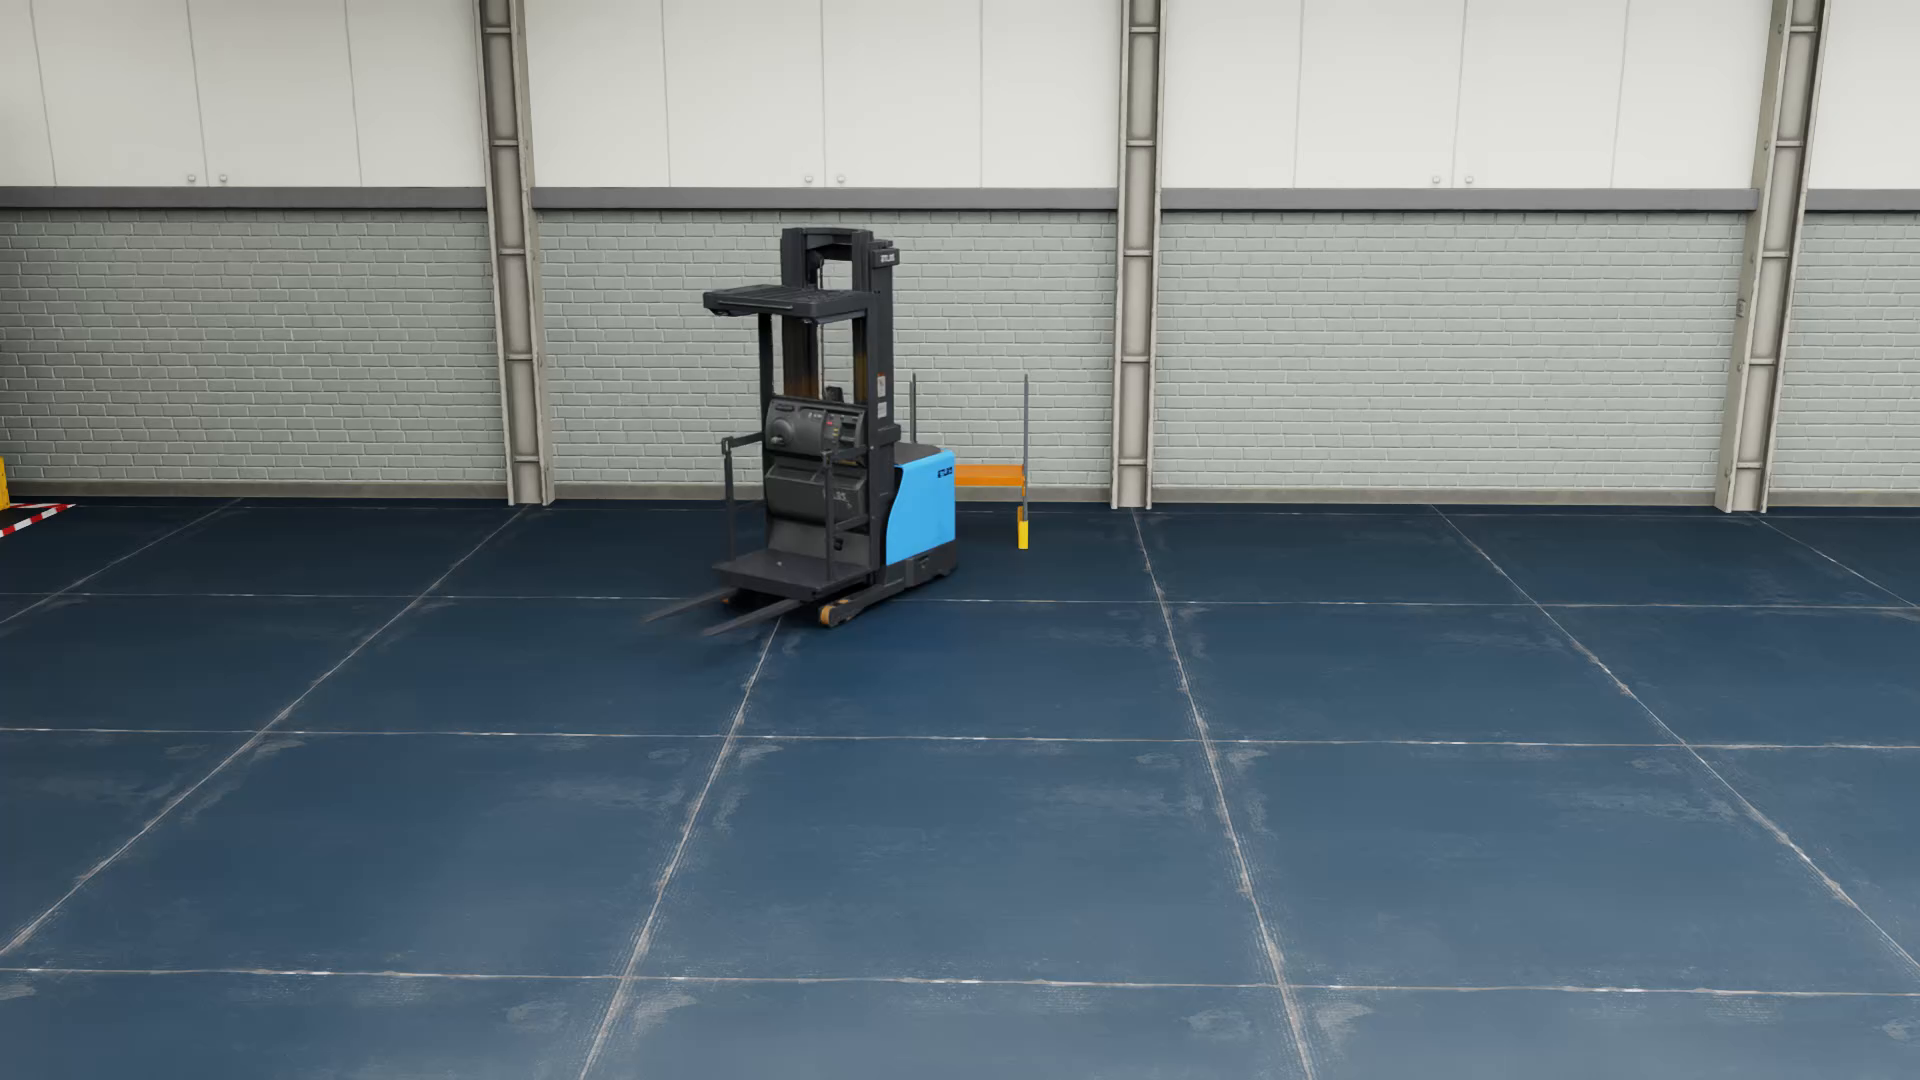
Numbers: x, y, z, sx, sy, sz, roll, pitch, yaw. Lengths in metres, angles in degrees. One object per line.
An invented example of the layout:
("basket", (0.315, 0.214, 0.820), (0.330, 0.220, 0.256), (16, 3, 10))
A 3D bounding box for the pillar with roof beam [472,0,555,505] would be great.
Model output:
("pillar with roof beam", (-4.411, -3.639, 11.405), (0.400, 9.000, 9.100), (0, 15, 1))

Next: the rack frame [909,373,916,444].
("rack frame", (-0.423, -0.728, 15.069), (0.032, 1.500, 0.500), (0, 15, 1))

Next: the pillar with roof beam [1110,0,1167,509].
("pillar with roof beam", (1.587, -3.600, 11.256), (0.400, 9.000, 9.100), (0, 15, 1))

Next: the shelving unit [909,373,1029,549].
("shelving unit", (0.076, -0.725, 15.057), (1.083, 1.500, 0.587), (0, 15, 1))

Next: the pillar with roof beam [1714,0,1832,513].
("pillar with roof beam", (7.585, -3.561, 11.108), (0.400, 9.000, 9.100), (0, 15, 1))

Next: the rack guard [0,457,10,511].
("rack guard", (-9.602, -0.432, 15.909), (0.348, 0.500, 1.175), (0, 15, 1))

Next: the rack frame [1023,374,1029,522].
("rack frame", (0.593, -0.721, 15.044), (0.032, 1.500, 0.500), (0, 15, 1))

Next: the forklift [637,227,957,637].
("forklift", (-1.254, -0.888, 12.872), (1.130, 2.935, 3.031), (9, 17, 32))

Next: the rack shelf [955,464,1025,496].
("rack shelf", (0.085, -0.551, 15.102), (1.000, 0.185, 0.538), (0, 15, 1))

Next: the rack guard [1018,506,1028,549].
("rack guard", (0.574, -0.117, 15.204), (0.087, 0.250, 0.587), (0, 15, 1))
